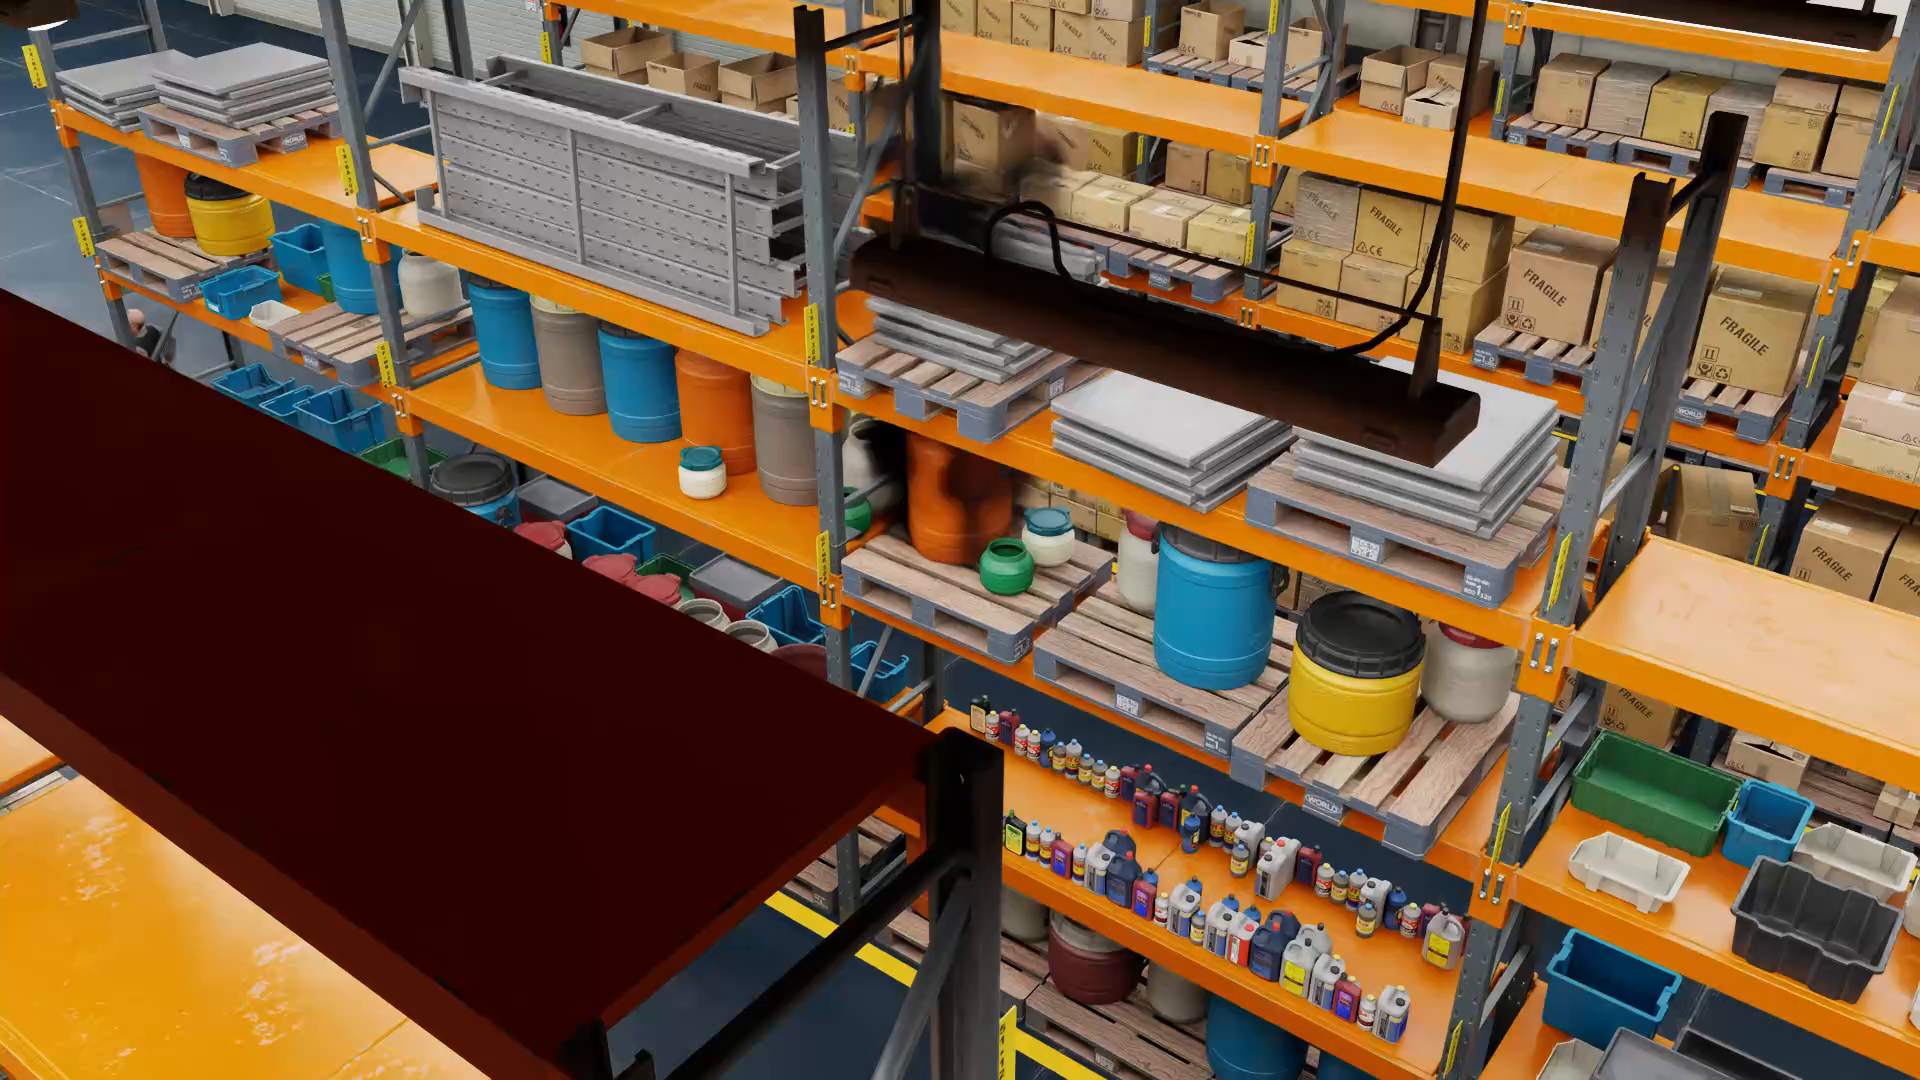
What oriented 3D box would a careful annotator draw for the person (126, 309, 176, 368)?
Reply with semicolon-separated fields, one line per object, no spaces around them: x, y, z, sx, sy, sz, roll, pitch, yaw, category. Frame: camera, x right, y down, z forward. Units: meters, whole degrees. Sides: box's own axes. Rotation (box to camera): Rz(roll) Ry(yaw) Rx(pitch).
-7.812;-1.439;15.988;0.808;1.713;0.648;-9;33;-15;person
